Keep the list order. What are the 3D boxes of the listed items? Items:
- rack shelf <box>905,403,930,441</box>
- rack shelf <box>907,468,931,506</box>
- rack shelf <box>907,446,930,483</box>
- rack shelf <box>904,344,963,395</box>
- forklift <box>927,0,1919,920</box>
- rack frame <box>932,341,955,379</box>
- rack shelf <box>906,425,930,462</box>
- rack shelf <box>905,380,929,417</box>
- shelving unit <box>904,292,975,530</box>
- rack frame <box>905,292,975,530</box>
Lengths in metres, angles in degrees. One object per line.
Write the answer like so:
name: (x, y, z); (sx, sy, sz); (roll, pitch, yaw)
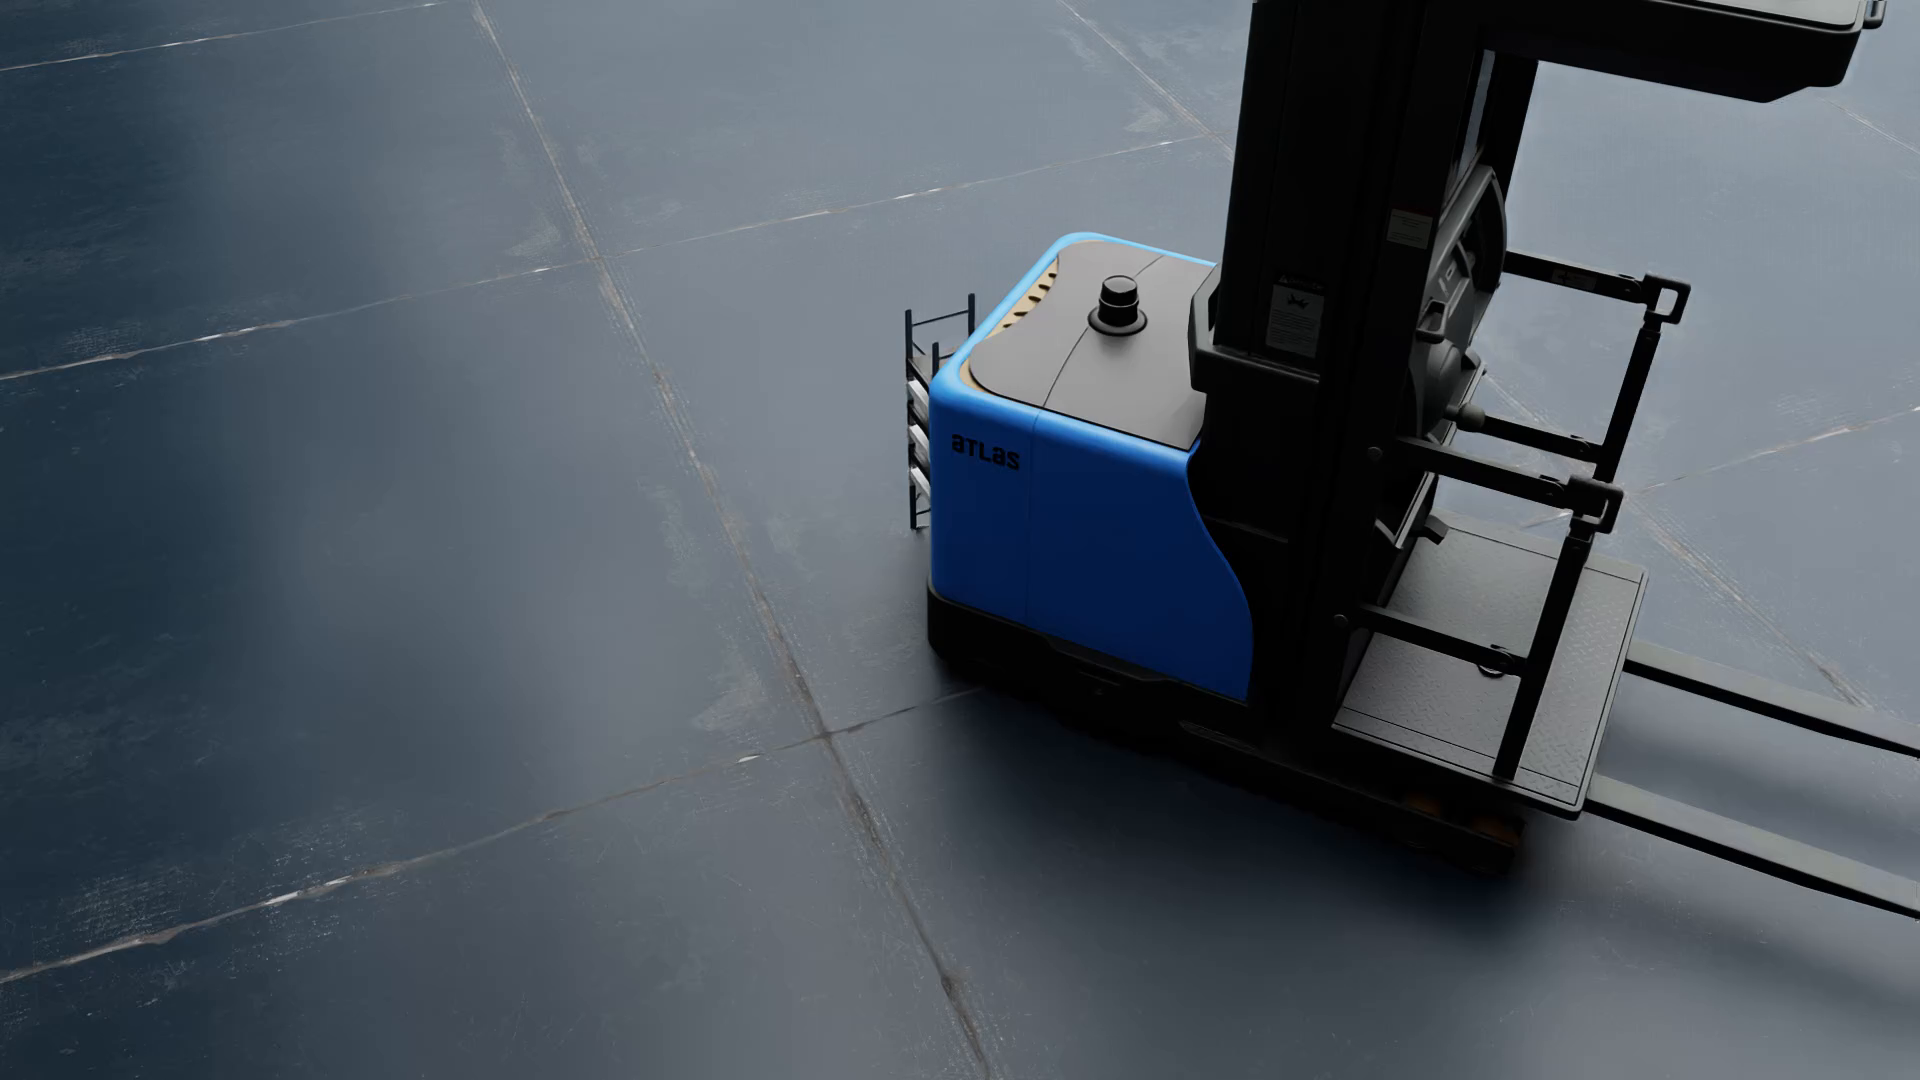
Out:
rack shelf: (-0.020, -0.394, 5.431); (0.258, 0.077, 0.200); (-17, 44, -19)
rack shelf: (-0.020, -0.189, 5.607); (0.258, 0.077, 0.200); (-17, 44, -19)
rack shelf: (-0.020, -0.258, 5.548); (0.258, 0.077, 0.200); (-17, 44, -19)
rack shelf: (-0.020, -0.531, 5.314); (0.258, 0.077, 0.200); (-17, 44, -19)
forklift: (1.448, -0.576, 4.172); (3.031, 2.935, 1.130); (18, 44, 20)
rack frame: (0.024, -0.291, 5.398); (0.240, 0.900, 0.006); (-17, 44, -19)
rack shelf: (-0.020, -0.326, 5.490); (0.258, 0.077, 0.200); (-17, 44, -19)
rack shelf: (-0.020, -0.462, 5.372); (0.258, 0.077, 0.200); (-17, 44, -19)
shelving unit: (-0.020, -0.351, 5.468); (0.258, 0.900, 0.210); (-17, 44, -19)
rack frame: (-0.063, -0.411, 5.538); (0.240, 0.900, 0.006); (-17, 44, -19)
